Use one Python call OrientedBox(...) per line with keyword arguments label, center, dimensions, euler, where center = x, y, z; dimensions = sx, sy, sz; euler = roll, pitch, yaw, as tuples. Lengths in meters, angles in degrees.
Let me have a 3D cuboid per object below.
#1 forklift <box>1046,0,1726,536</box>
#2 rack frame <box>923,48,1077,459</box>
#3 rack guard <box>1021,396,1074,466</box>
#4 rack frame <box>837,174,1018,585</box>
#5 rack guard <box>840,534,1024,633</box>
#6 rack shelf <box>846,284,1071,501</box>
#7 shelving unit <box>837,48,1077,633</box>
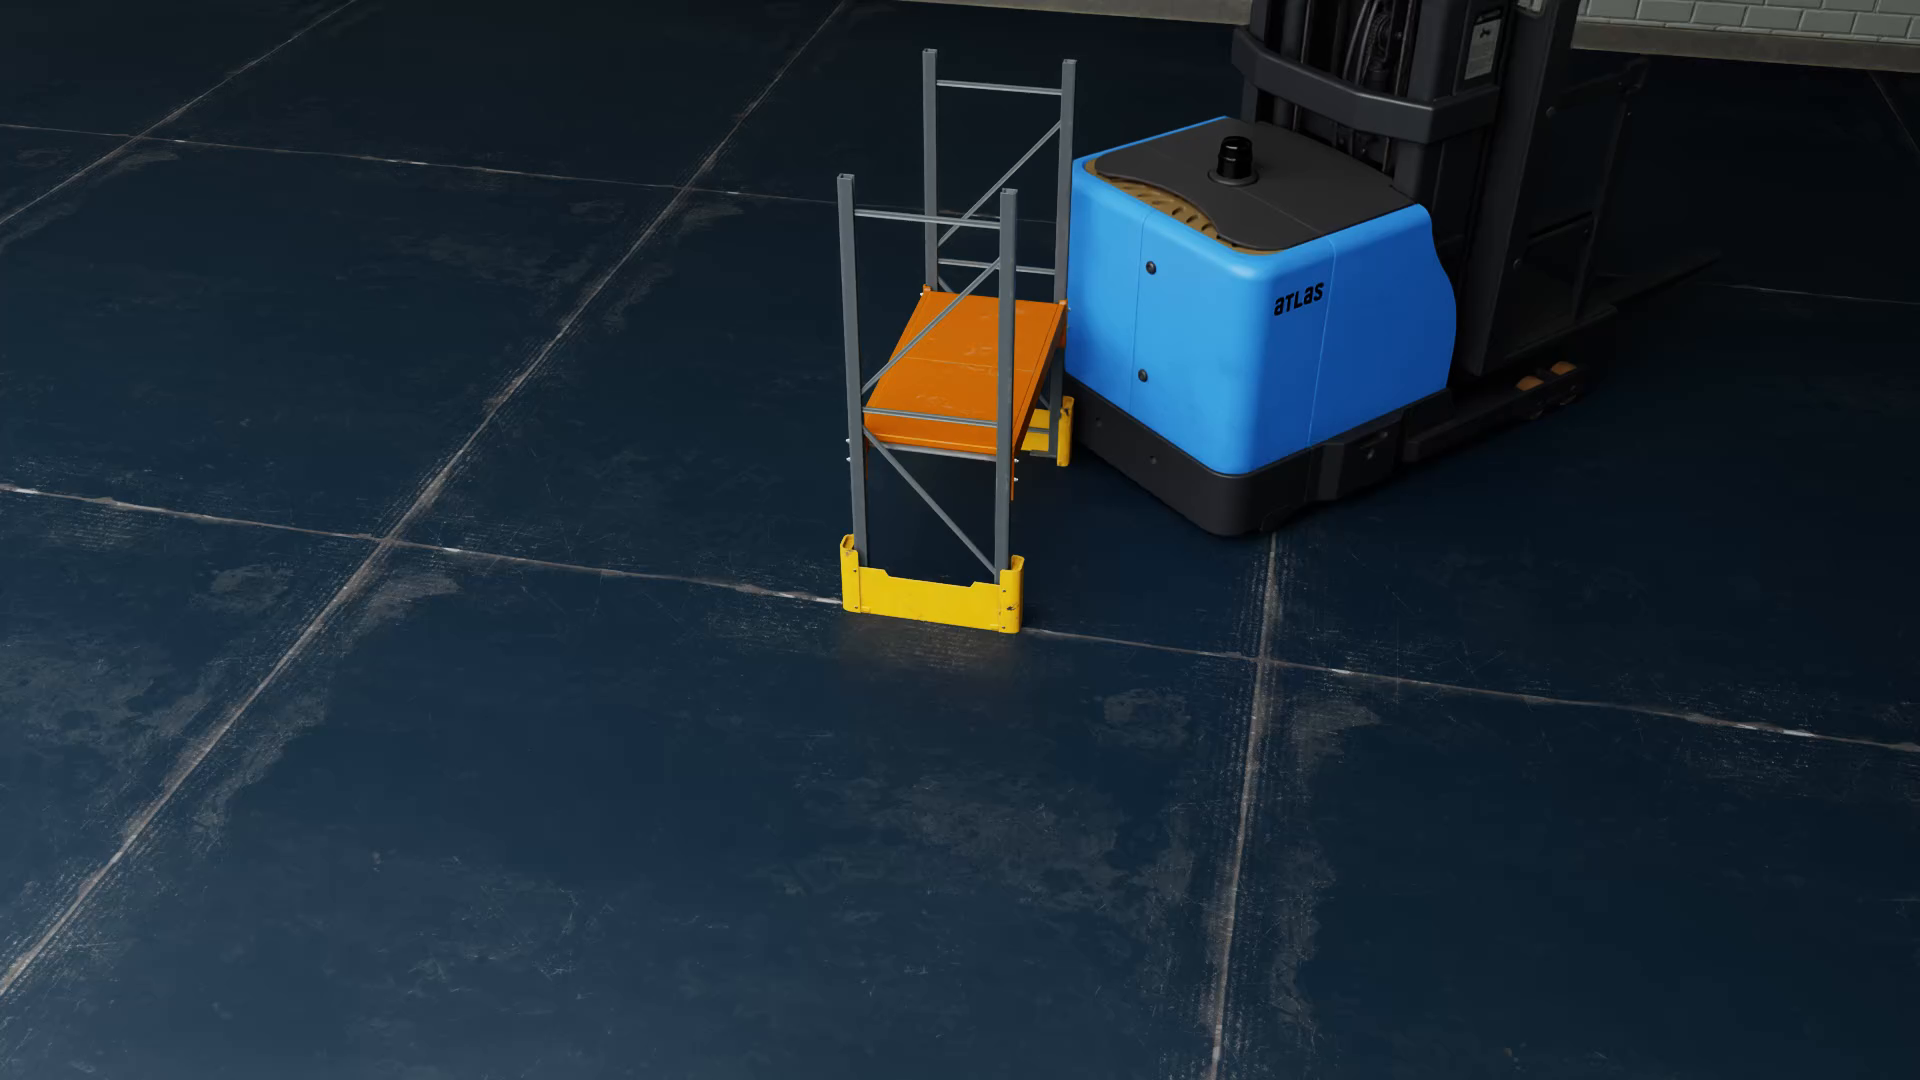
OrientedBox(label="forklift", center=(1.824, -1.880, 5.846), dimensions=(3.031, 2.935, 1.130), euler=(-22, 42, -28))
OrientedBox(label="rack frame", center=(0.127, -0.948, 5.779), dimensions=(0.500, 1.500, 0.032), euler=(7, 37, 10))
OrientedBox(label="rack guard", center=(0.123, -0.430, 6.131), dimensions=(0.587, 0.250, 0.087), euler=(7, 37, 10))
OrientedBox(label="rack frame", center=(-0.090, -0.365, 4.975), dimensions=(0.500, 1.500, 0.032), euler=(7, 37, 10))
OrientedBox(label="rack guard", center=(-0.090, 0.141, 5.343), dimensions=(0.587, 0.250, 0.087), euler=(7, 37, 10))
OrientedBox(label="rack shelf", center=(0.018, -0.511, 5.483), dimensions=(0.538, 0.185, 1.000), euler=(7, 37, 10))
OrientedBox(label="shelving unit", center=(0.016, -0.651, 5.370), dimensions=(0.587, 1.500, 1.083), euler=(7, 37, 10))
